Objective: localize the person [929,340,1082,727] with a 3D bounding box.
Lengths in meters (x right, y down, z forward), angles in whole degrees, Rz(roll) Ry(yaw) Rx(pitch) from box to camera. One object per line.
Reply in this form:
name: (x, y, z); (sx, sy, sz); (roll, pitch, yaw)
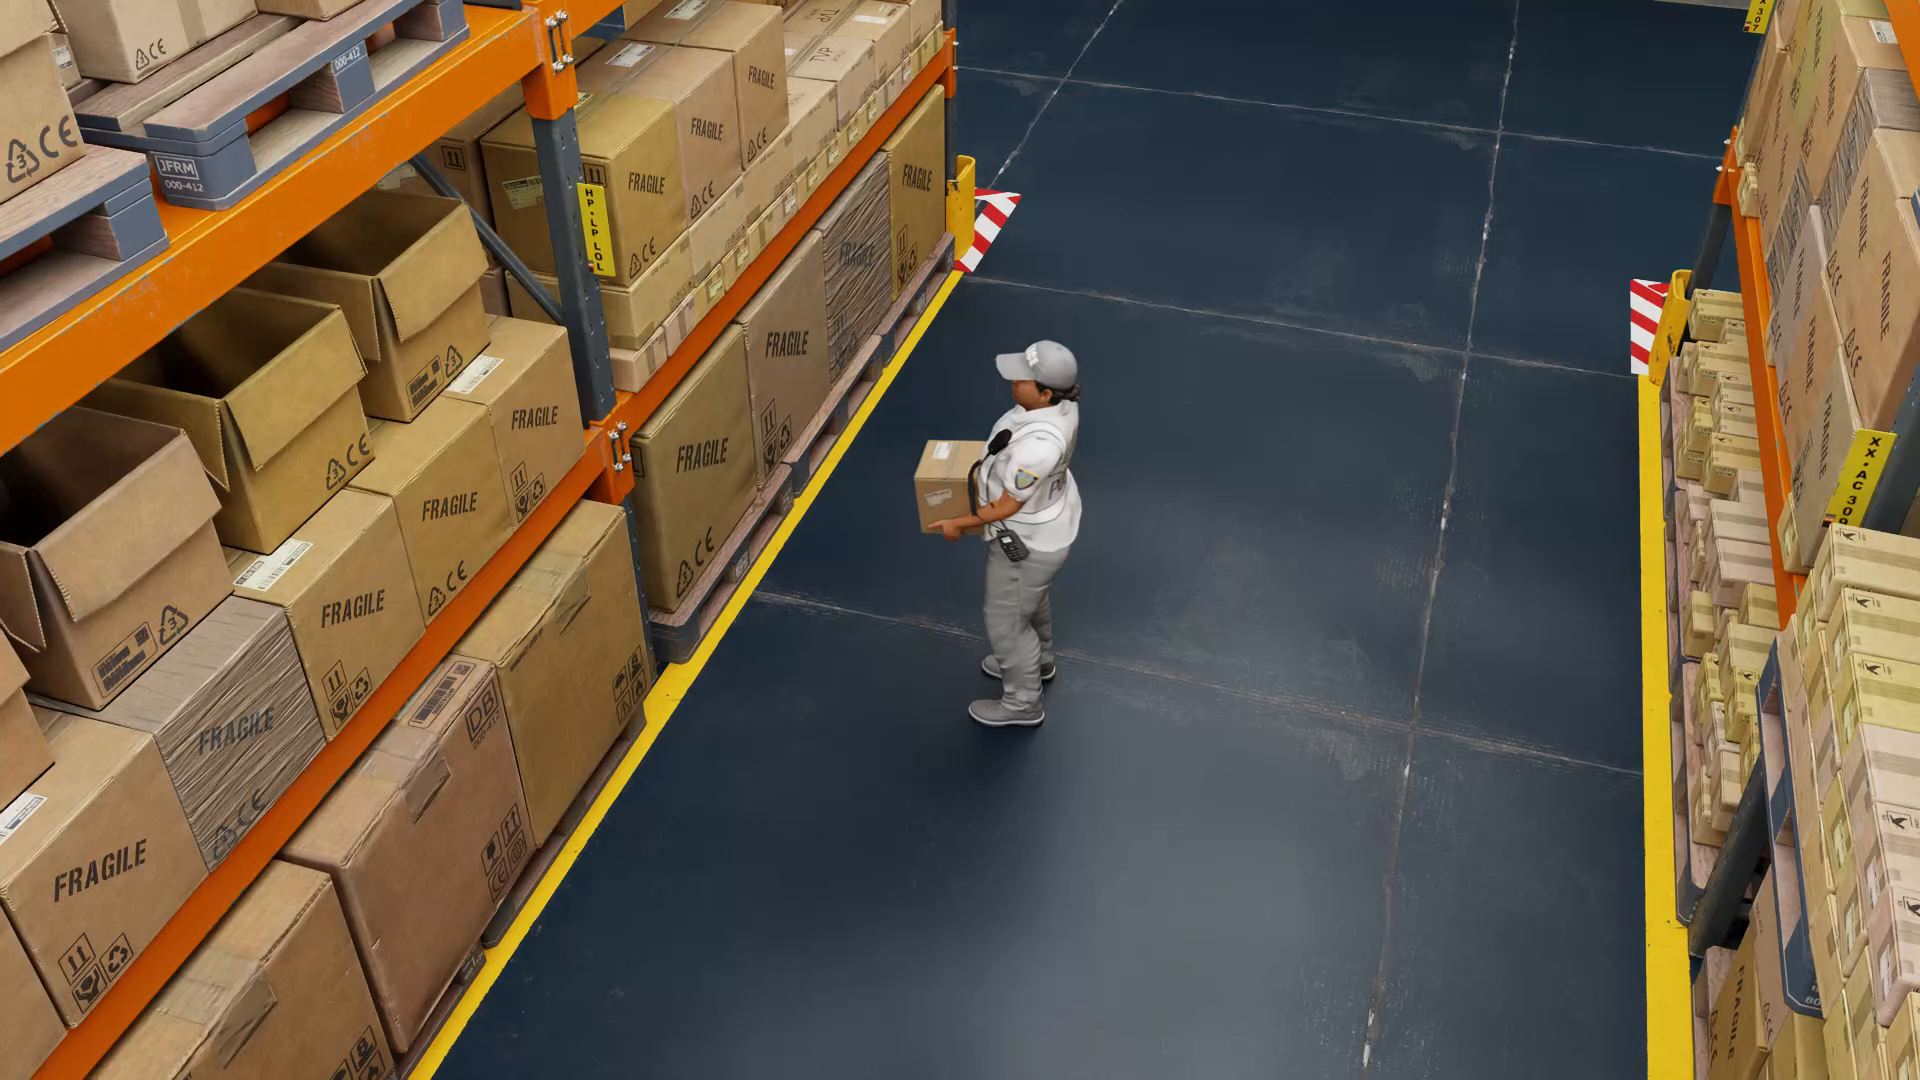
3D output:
person: (0.175, -0.035, 6.201); (0.541, 1.653, 0.453); (7, 38, 9)
